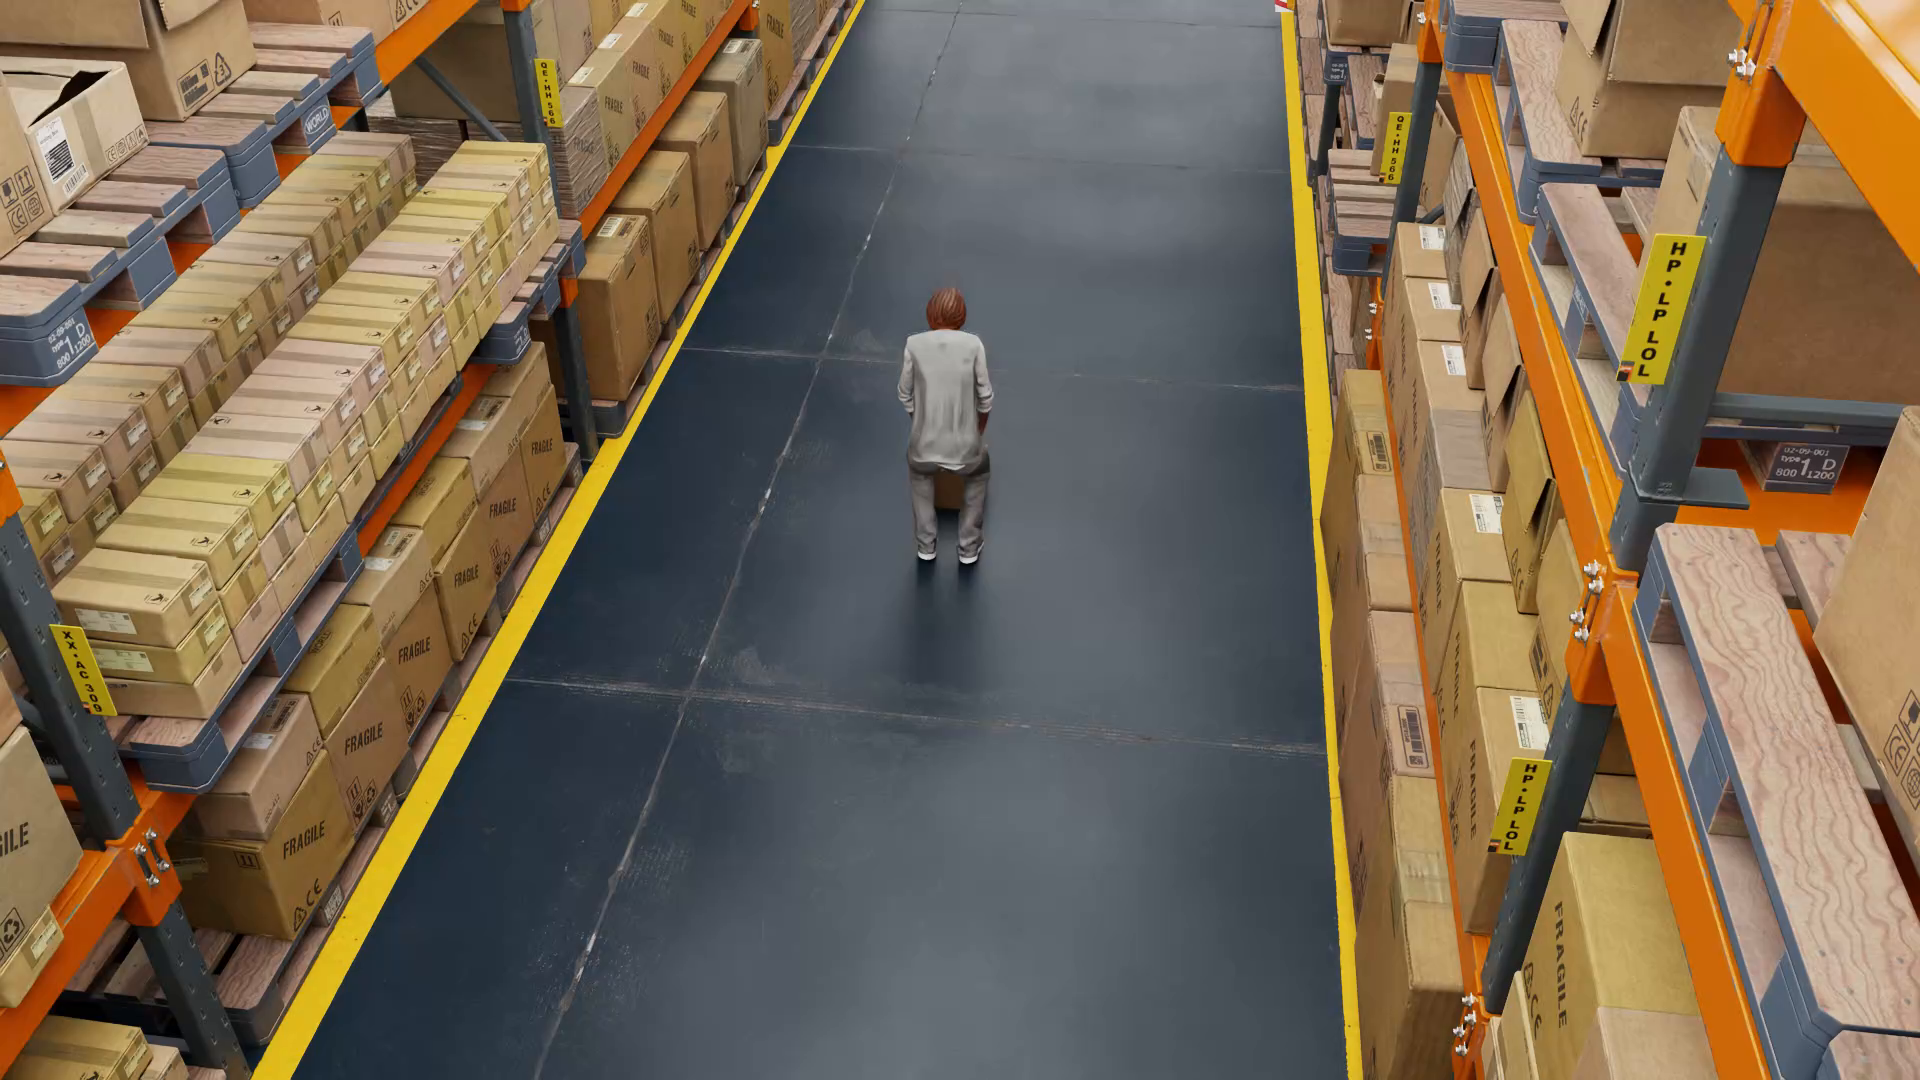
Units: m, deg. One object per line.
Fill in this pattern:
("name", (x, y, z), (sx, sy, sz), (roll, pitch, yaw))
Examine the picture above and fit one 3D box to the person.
("person", (-0.079, -0.501, 7.967), (0.438, 1.310, 0.640), (5, 37, 6))
